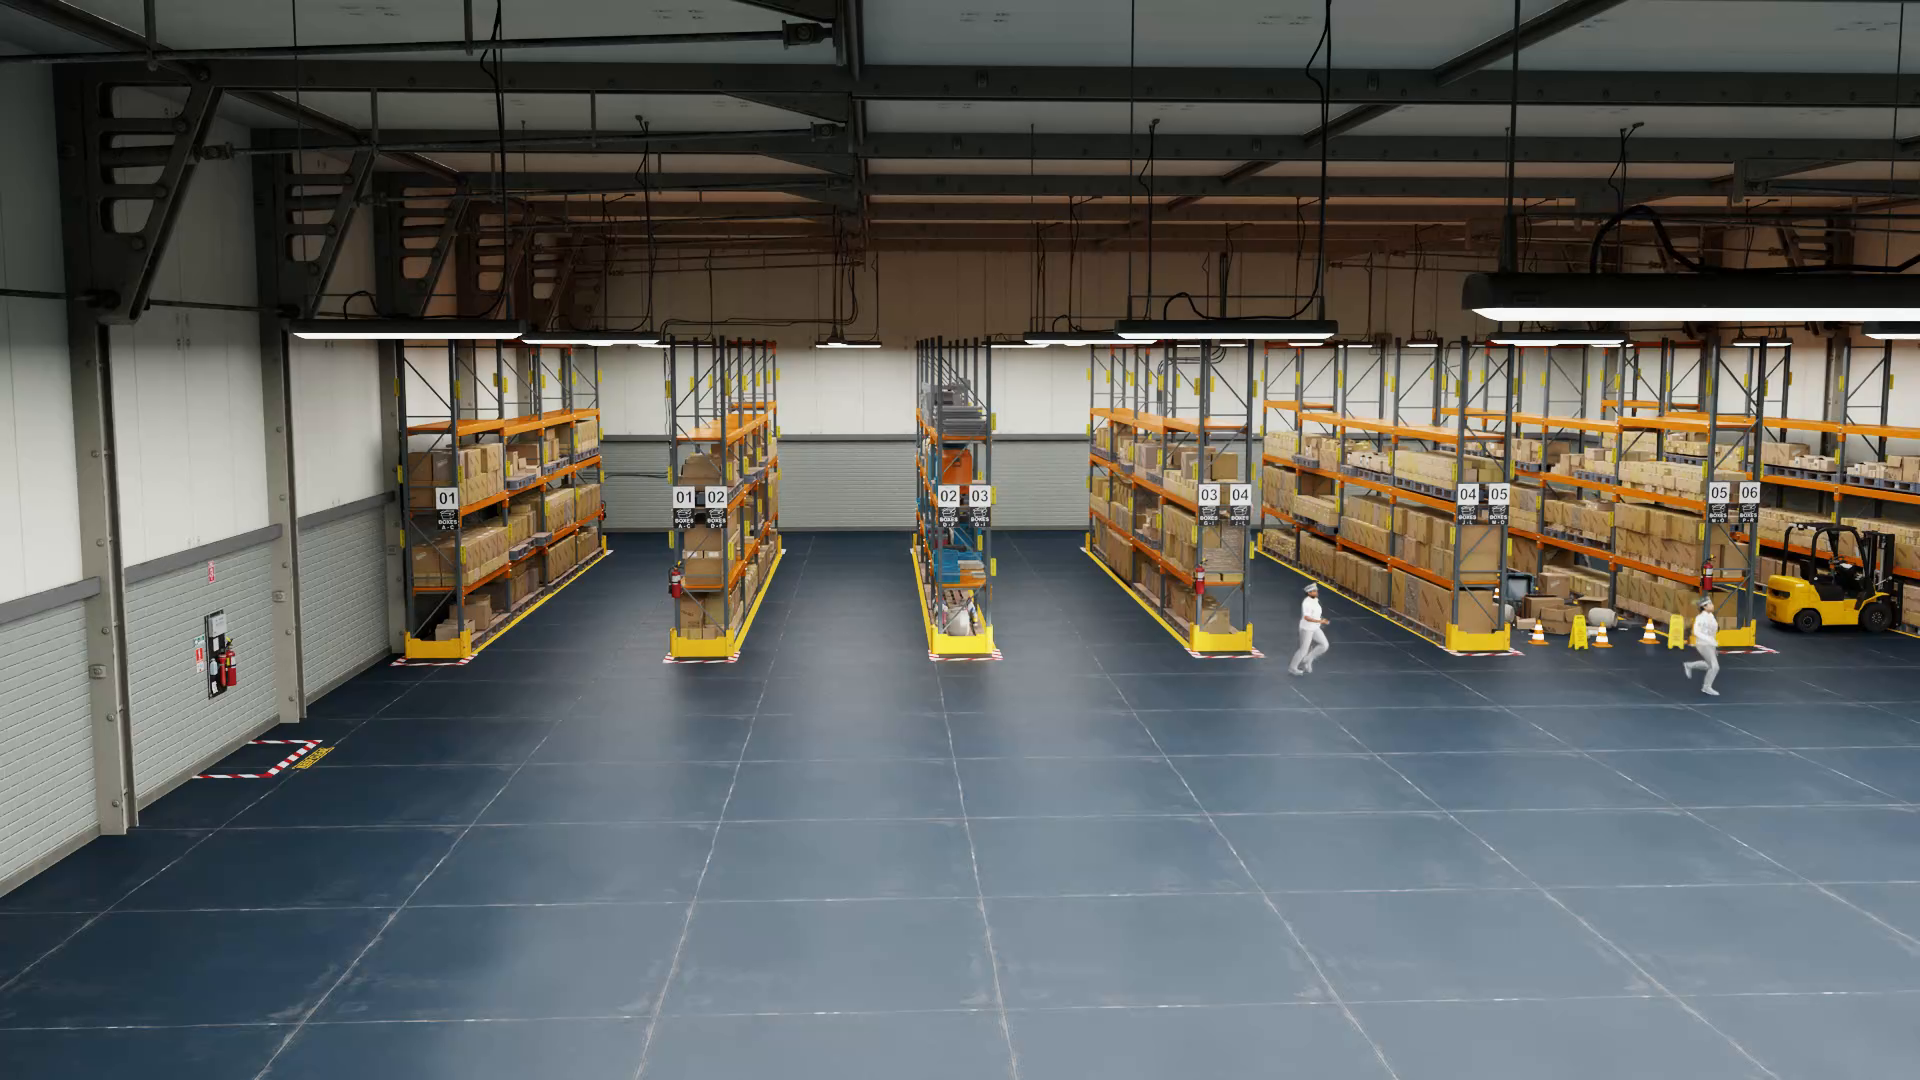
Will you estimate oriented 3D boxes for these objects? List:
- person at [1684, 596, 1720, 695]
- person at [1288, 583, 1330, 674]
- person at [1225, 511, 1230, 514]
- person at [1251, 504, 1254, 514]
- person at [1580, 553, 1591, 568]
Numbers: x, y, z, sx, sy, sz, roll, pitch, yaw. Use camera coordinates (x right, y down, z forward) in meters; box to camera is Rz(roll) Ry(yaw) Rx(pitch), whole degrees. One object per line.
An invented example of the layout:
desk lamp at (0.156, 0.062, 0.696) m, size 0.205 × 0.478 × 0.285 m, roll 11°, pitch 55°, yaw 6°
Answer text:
person at (12.481, 1.752, 27.938) m, size 0.598 × 1.650 × 0.639 m, roll 5°, pitch 8°, yaw 39°
person at (6.202, 1.560, 29.321) m, size 0.786 × 1.648 × 0.600 m, roll 6°, pitch 9°, yaw 42°
person at (7.475, -0.260, 46.098) m, size 0.641 × 1.618 × 0.966 m, roll 0°, pitch 6°, yaw 1°
person at (8.229, -0.598, 48.537) m, size 0.676 × 1.667 × 0.631 m, roll -4°, pitch 7°, yaw -29°
person at (16.011, -0.045, 43.074) m, size 0.663 × 1.820 × 0.908 m, roll 0°, pitch 6°, yaw -1°
